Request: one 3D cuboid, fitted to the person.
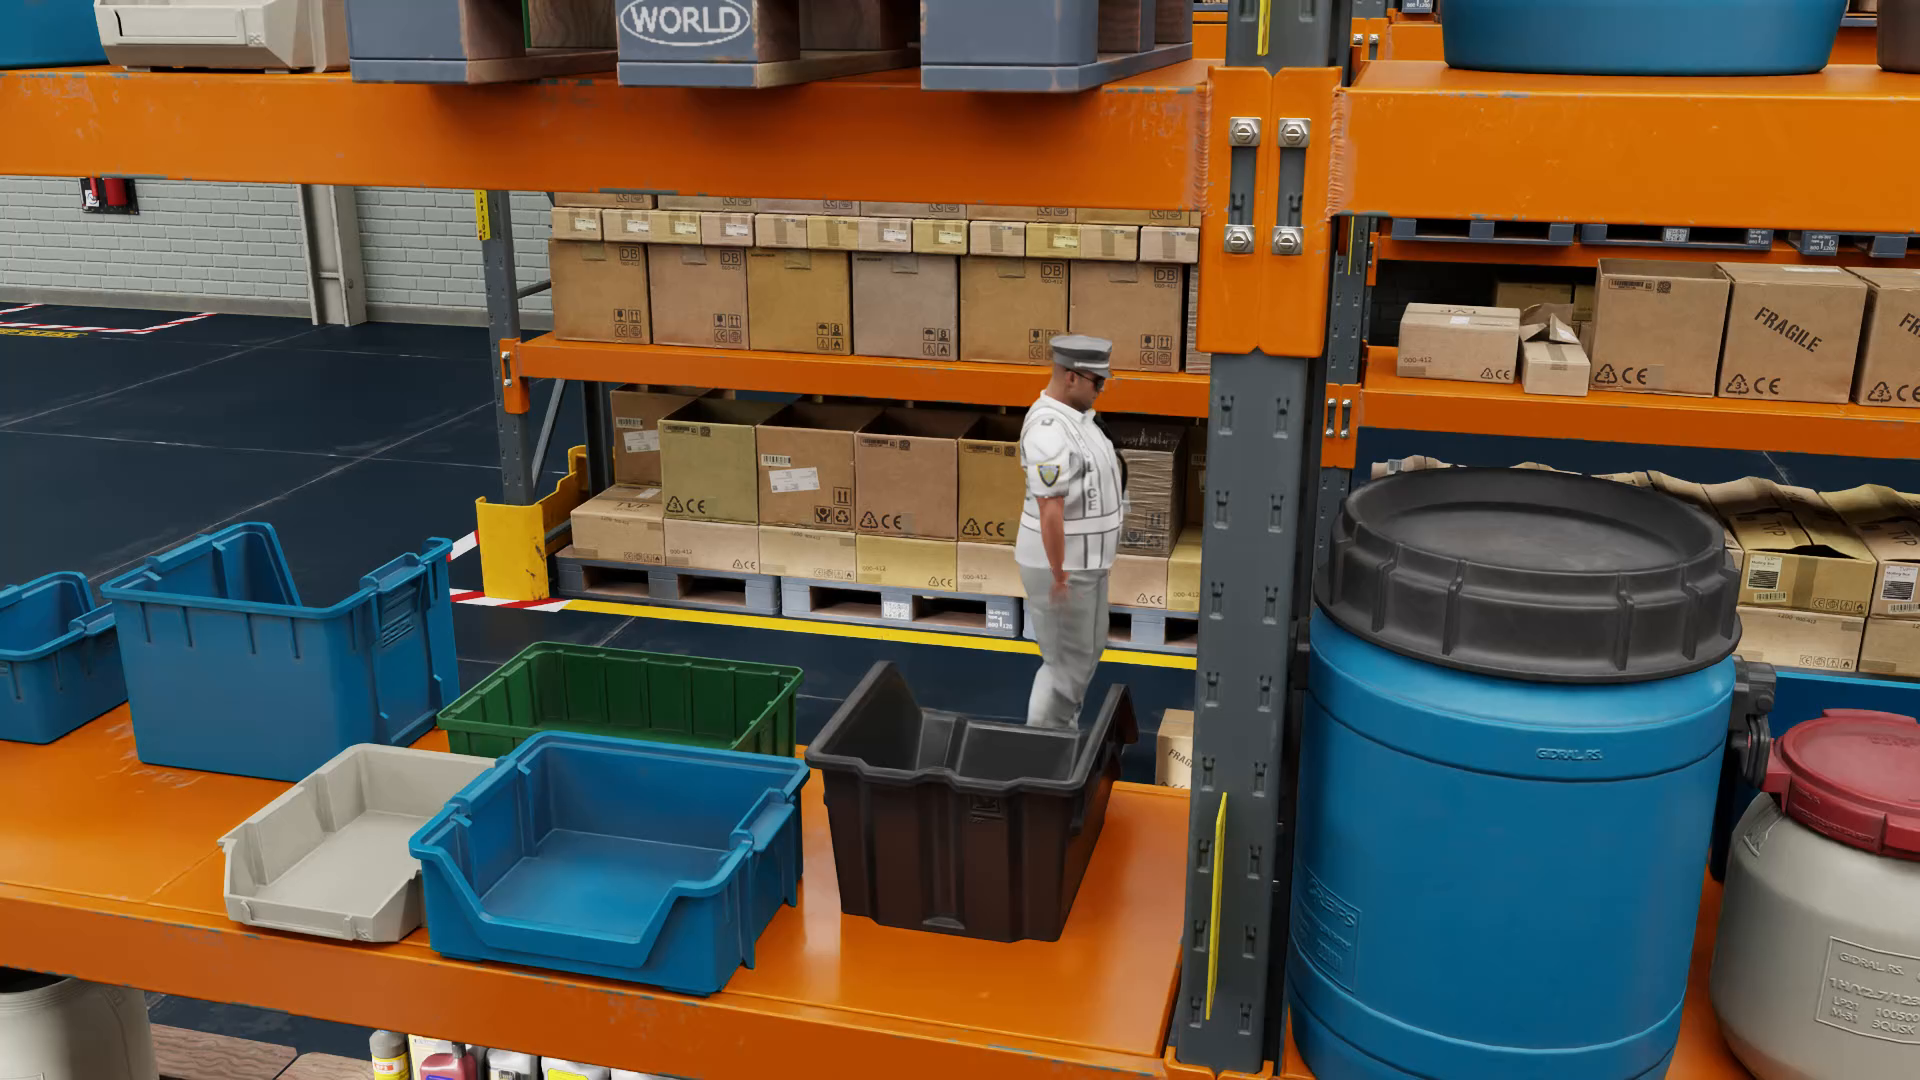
[{"bbox_3d":[0.420,0.078,6.340,0.391,1.738,0.531,5,19,15],"label":"person"}]
